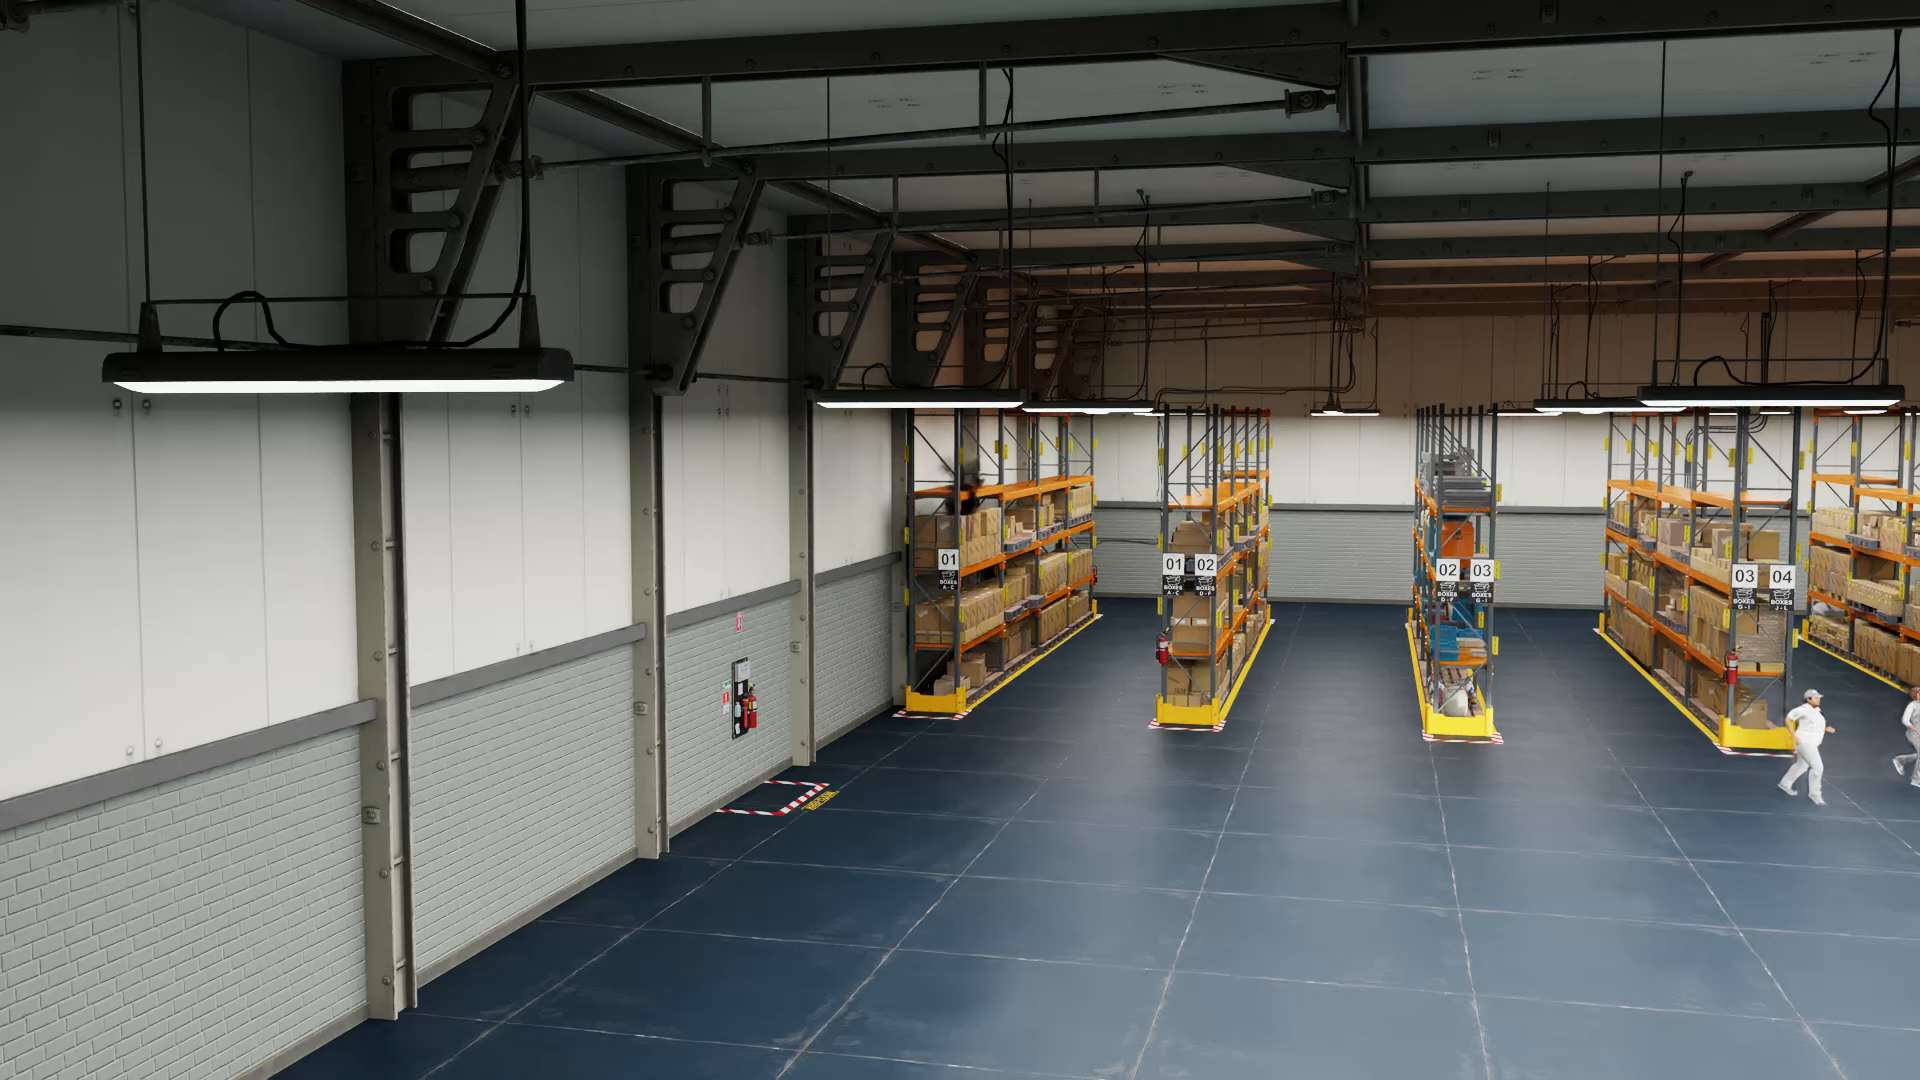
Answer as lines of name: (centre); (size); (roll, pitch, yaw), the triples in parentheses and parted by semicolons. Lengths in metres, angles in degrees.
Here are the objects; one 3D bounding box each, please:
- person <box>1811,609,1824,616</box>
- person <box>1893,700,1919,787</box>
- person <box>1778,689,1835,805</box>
person: (23.079, 1.784, 44.512); (0.489, 1.446, 0.842); (4, 5, 40)
person: (14.895, 3.168, 26.002); (0.346, 1.360, 0.557); (-3, 5, -36)
person: (12.694, 3.087, 24.963); (0.591, 1.722, 0.771); (-4, 6, -45)
